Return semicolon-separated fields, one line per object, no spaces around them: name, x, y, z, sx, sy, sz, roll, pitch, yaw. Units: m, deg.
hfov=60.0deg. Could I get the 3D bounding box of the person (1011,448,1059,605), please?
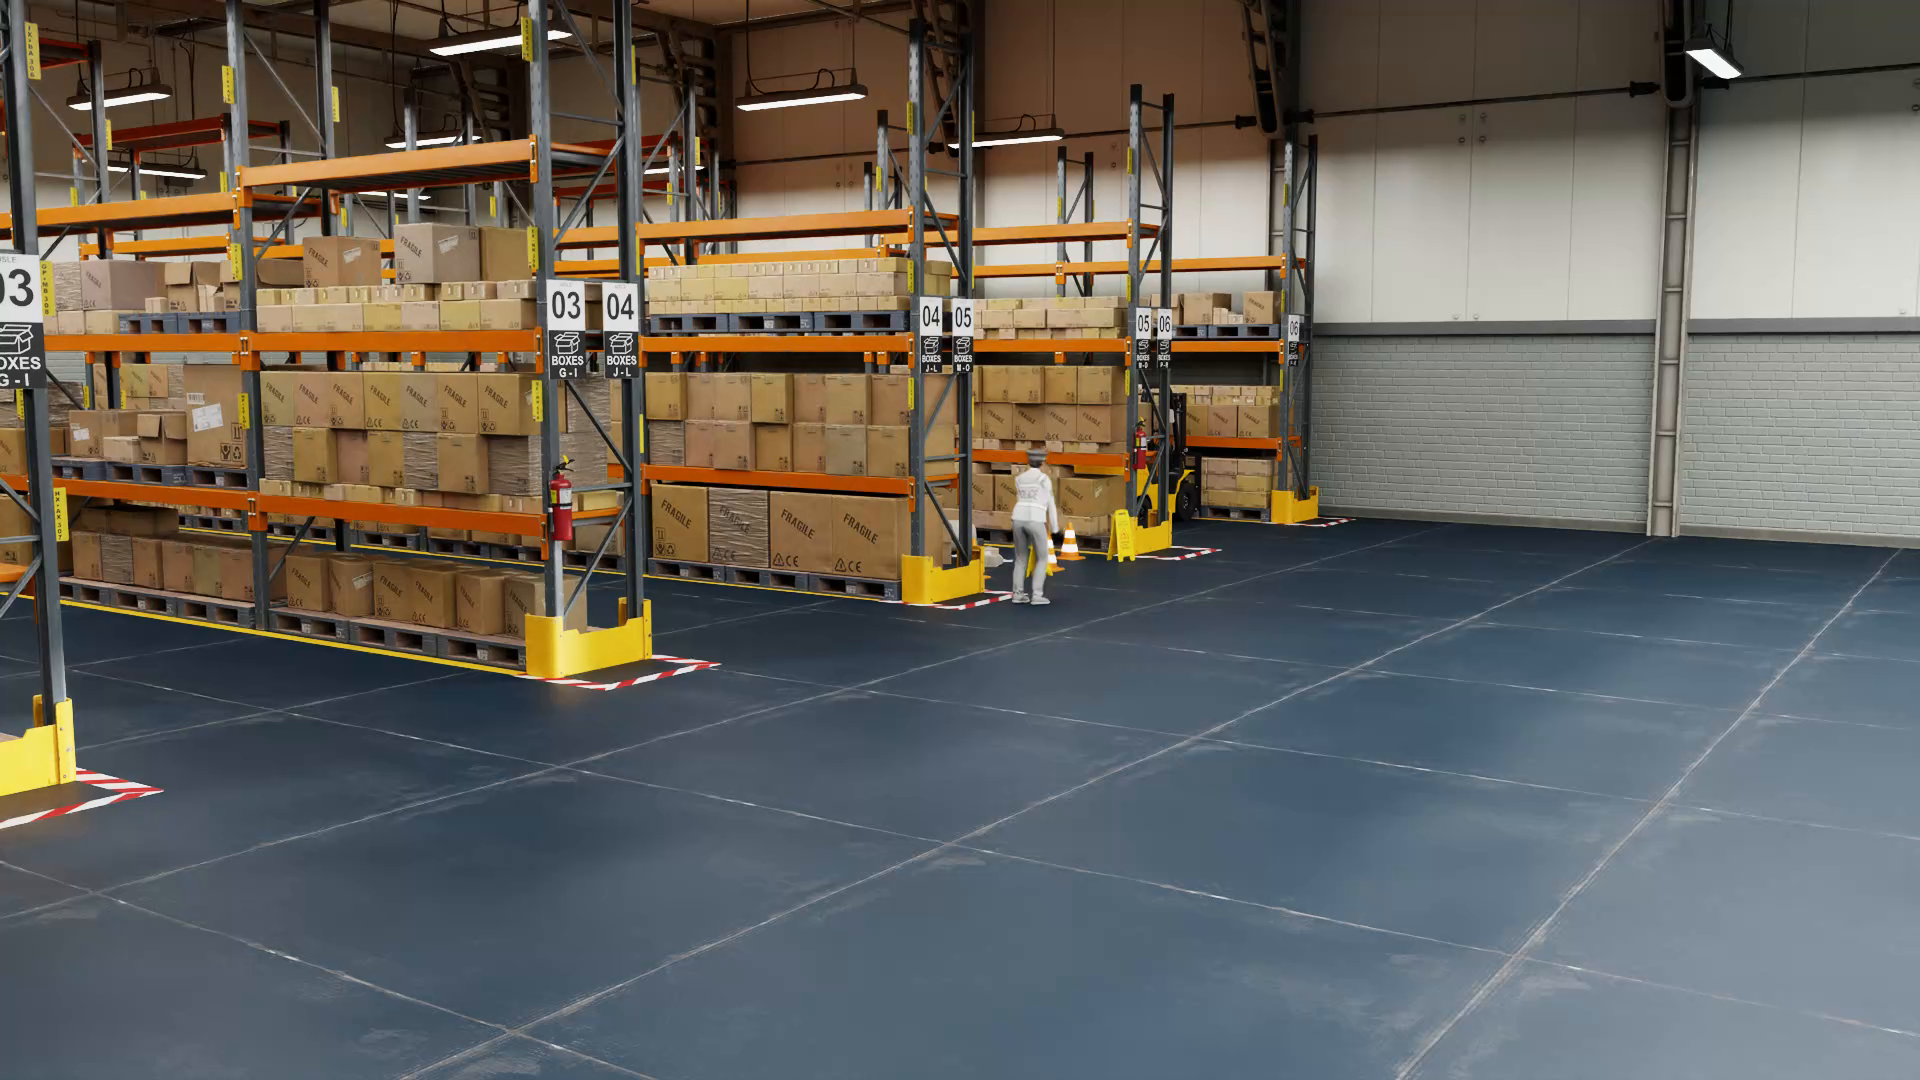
person;0.772;-0.143;17.466;0.414;1.631;0.559;4;8;32
